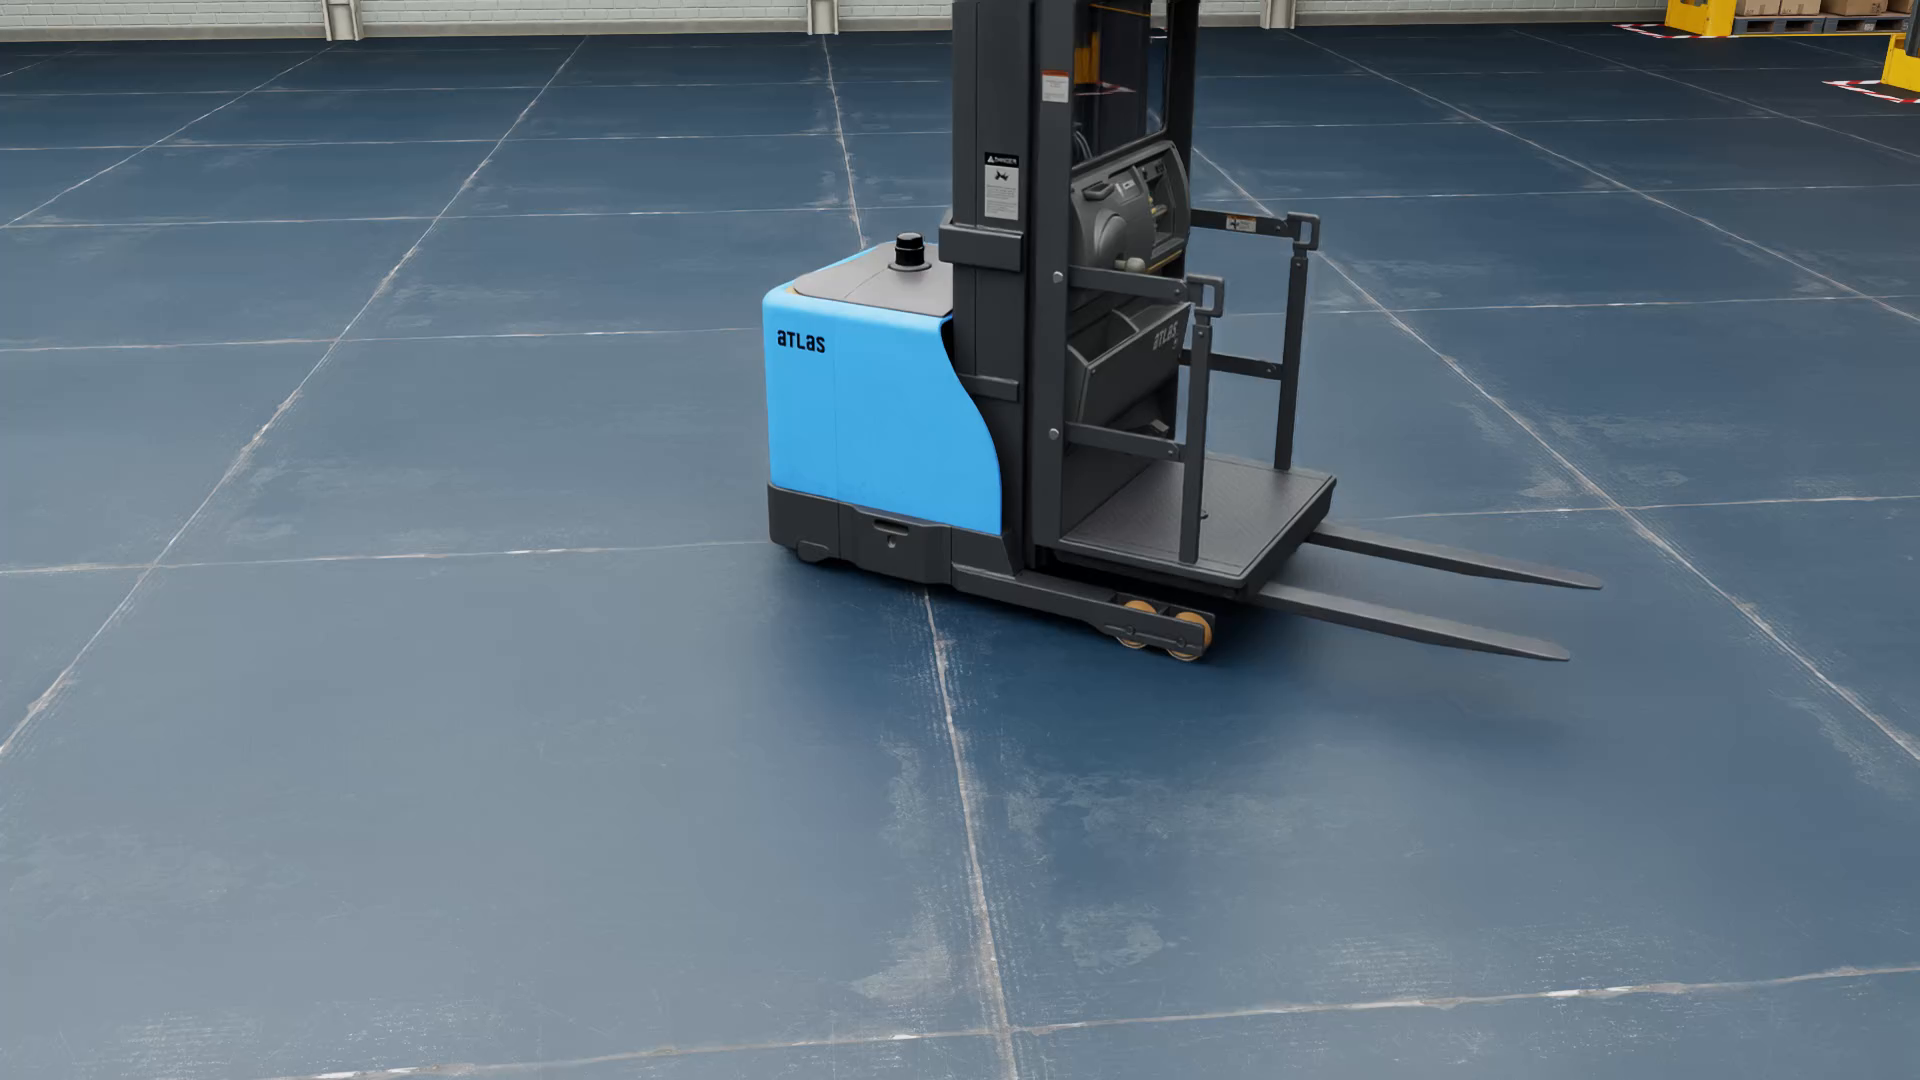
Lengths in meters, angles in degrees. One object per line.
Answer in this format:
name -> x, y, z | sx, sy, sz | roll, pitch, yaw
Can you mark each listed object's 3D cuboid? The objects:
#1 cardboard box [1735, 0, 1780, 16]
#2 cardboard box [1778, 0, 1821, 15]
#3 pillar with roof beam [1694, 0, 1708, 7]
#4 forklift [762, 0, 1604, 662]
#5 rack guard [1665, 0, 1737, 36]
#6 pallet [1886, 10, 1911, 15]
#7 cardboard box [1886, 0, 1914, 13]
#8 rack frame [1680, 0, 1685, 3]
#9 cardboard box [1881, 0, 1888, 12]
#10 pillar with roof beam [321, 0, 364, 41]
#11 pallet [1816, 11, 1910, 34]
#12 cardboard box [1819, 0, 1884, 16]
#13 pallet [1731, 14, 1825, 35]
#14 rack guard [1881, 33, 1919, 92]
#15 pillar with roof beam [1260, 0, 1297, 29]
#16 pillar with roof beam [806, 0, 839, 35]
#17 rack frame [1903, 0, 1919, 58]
cardboard box -> 10.256, -6.994, 21.562 | 0.500, 0.311, 0.500 | -5, 24, -11
cardboard box -> 10.823, -7.017, 21.613 | 0.500, 0.311, 0.500 | 0, 24, -1
pillar with roof beam -> 10.593, -9.410, 16.841 | 0.400, 9.000, 9.100 | -2, 24, -5
forklift -> 0.787, -1.164, 5.761 | 3.031, 2.935, 1.130 | 13, 27, 26
rack guard -> 9.634, -6.891, 21.639 | 0.348, 0.500, 1.175 | -2, 24, -5
pallet -> 12.874, -6.875, 21.958 | 1.213, 0.211, 1.003 | -2, 24, -5
cardboard box -> 12.510, -7.191, 21.772 | 0.500, 0.500, 0.500 | -4, 24, -9
rack frame -> 9.559, -8.031, 21.124 | 0.127, 3.000, 1.000 | -2, 24, -5
cardboard box -> 11.946, -7.033, 21.848 | 0.250, 0.149, 0.380 | -4, 24, -9
pillar with roof beam -> -7.320, -8.691, 15.224 | 0.400, 9.000, 9.100 | -2, 24, -5
pallet -> 11.657, -6.825, 21.845 | 1.213, 0.211, 1.003 | -2, 24, -5
cardboard box -> 11.558, -7.112, 21.595 | 0.500, 0.500, 0.700 | -4, 24, -8
pallet -> 10.446, -6.778, 21.738 | 1.213, 0.211, 1.003 | -2, 24, -5
rack guard -> 10.025, -4.885, 17.126 | 0.348, 0.500, 1.175 | -2, 24, -5
pillar with roof beam -> 4.622, -9.170, 16.302 | 0.400, 9.000, 9.100 | -2, 24, -5
pillar with roof beam -> -1.349, -8.930, 15.763 | 0.400, 9.000, 9.100 | -2, 24, -5
rack frame -> 10.049, -6.028, 16.620 | 0.127, 3.000, 1.000 | -2, 24, -5
